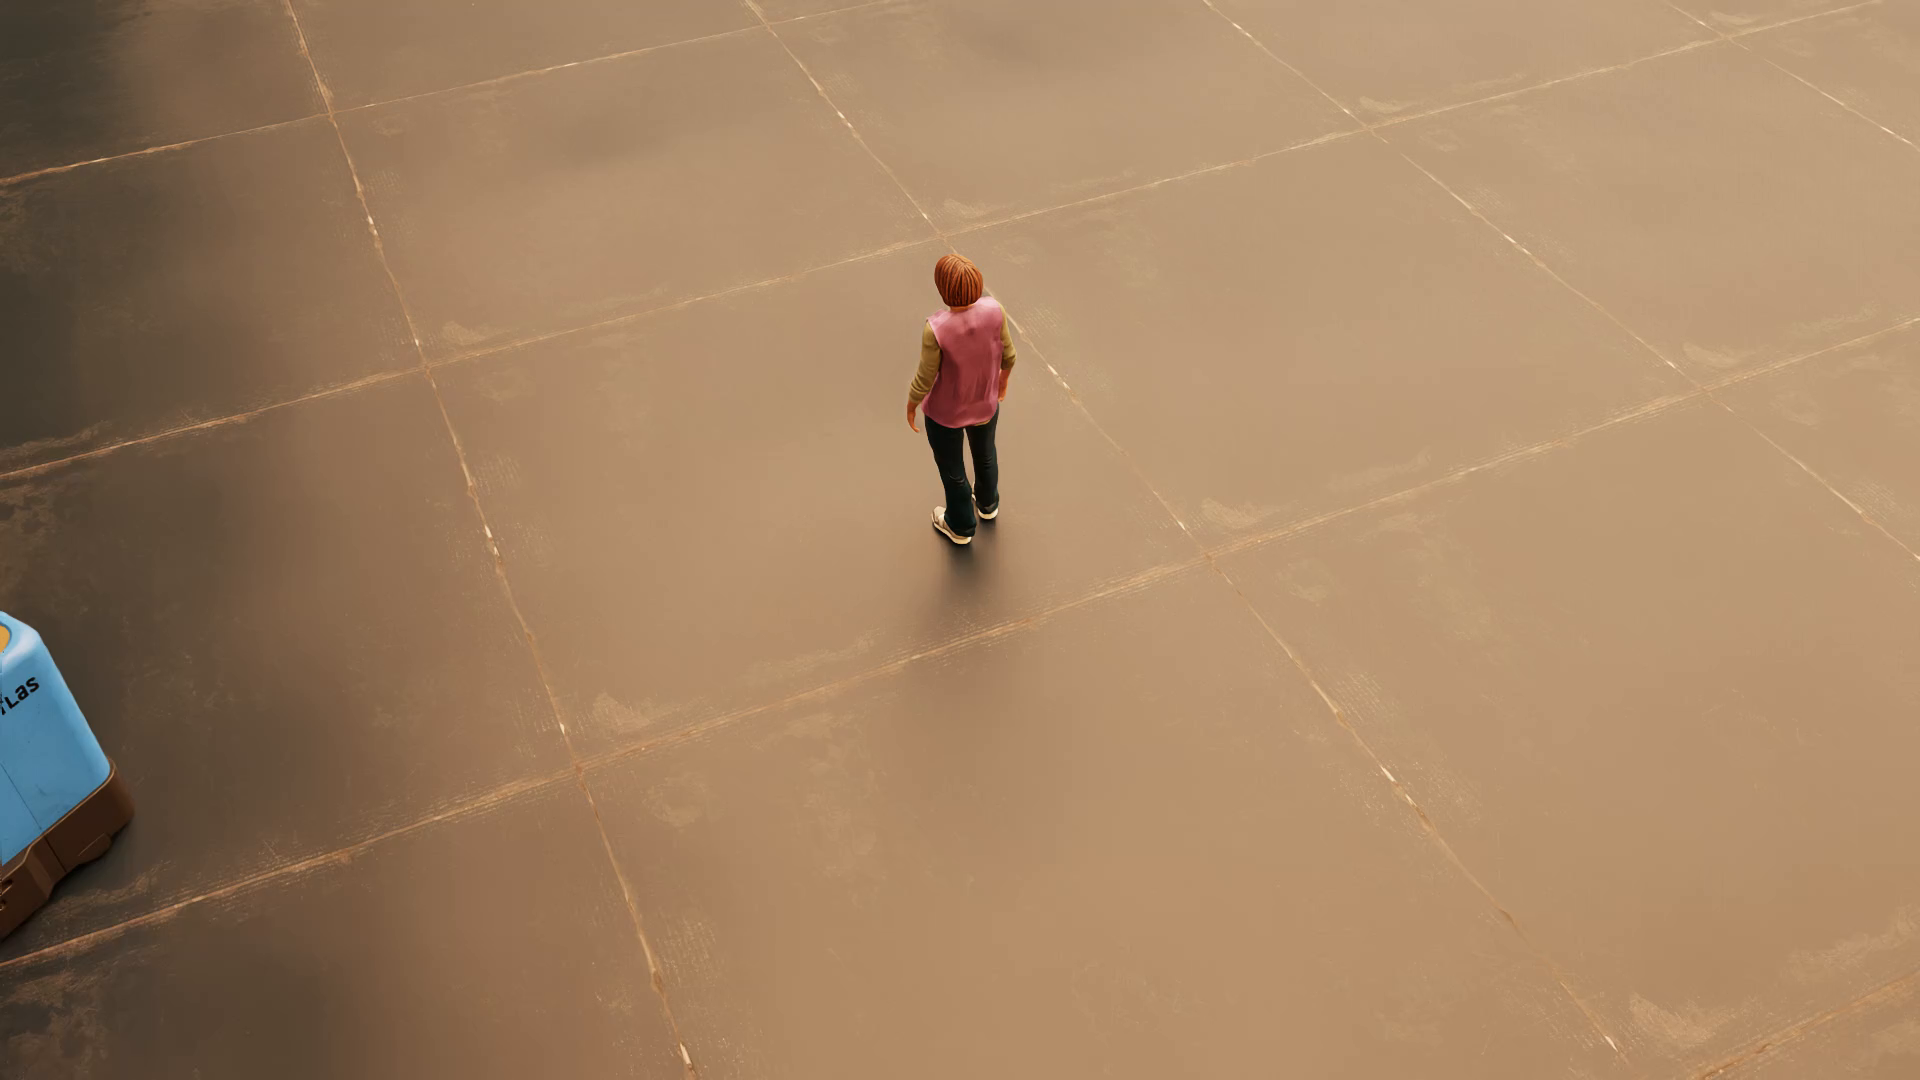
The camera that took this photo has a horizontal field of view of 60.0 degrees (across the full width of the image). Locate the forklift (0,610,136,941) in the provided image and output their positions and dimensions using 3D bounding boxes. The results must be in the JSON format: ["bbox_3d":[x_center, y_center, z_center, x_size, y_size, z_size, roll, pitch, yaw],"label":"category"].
[{"bbox_3d":[-4.436,0.748,4.878,1.130,2.935,3.031,22,47,22],"label":"forklift"}]

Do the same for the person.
[{"bbox_3d":[-0.018,-0.639,7.332,0.520,1.597,0.476,-18,46,-18],"label":"person"}]
